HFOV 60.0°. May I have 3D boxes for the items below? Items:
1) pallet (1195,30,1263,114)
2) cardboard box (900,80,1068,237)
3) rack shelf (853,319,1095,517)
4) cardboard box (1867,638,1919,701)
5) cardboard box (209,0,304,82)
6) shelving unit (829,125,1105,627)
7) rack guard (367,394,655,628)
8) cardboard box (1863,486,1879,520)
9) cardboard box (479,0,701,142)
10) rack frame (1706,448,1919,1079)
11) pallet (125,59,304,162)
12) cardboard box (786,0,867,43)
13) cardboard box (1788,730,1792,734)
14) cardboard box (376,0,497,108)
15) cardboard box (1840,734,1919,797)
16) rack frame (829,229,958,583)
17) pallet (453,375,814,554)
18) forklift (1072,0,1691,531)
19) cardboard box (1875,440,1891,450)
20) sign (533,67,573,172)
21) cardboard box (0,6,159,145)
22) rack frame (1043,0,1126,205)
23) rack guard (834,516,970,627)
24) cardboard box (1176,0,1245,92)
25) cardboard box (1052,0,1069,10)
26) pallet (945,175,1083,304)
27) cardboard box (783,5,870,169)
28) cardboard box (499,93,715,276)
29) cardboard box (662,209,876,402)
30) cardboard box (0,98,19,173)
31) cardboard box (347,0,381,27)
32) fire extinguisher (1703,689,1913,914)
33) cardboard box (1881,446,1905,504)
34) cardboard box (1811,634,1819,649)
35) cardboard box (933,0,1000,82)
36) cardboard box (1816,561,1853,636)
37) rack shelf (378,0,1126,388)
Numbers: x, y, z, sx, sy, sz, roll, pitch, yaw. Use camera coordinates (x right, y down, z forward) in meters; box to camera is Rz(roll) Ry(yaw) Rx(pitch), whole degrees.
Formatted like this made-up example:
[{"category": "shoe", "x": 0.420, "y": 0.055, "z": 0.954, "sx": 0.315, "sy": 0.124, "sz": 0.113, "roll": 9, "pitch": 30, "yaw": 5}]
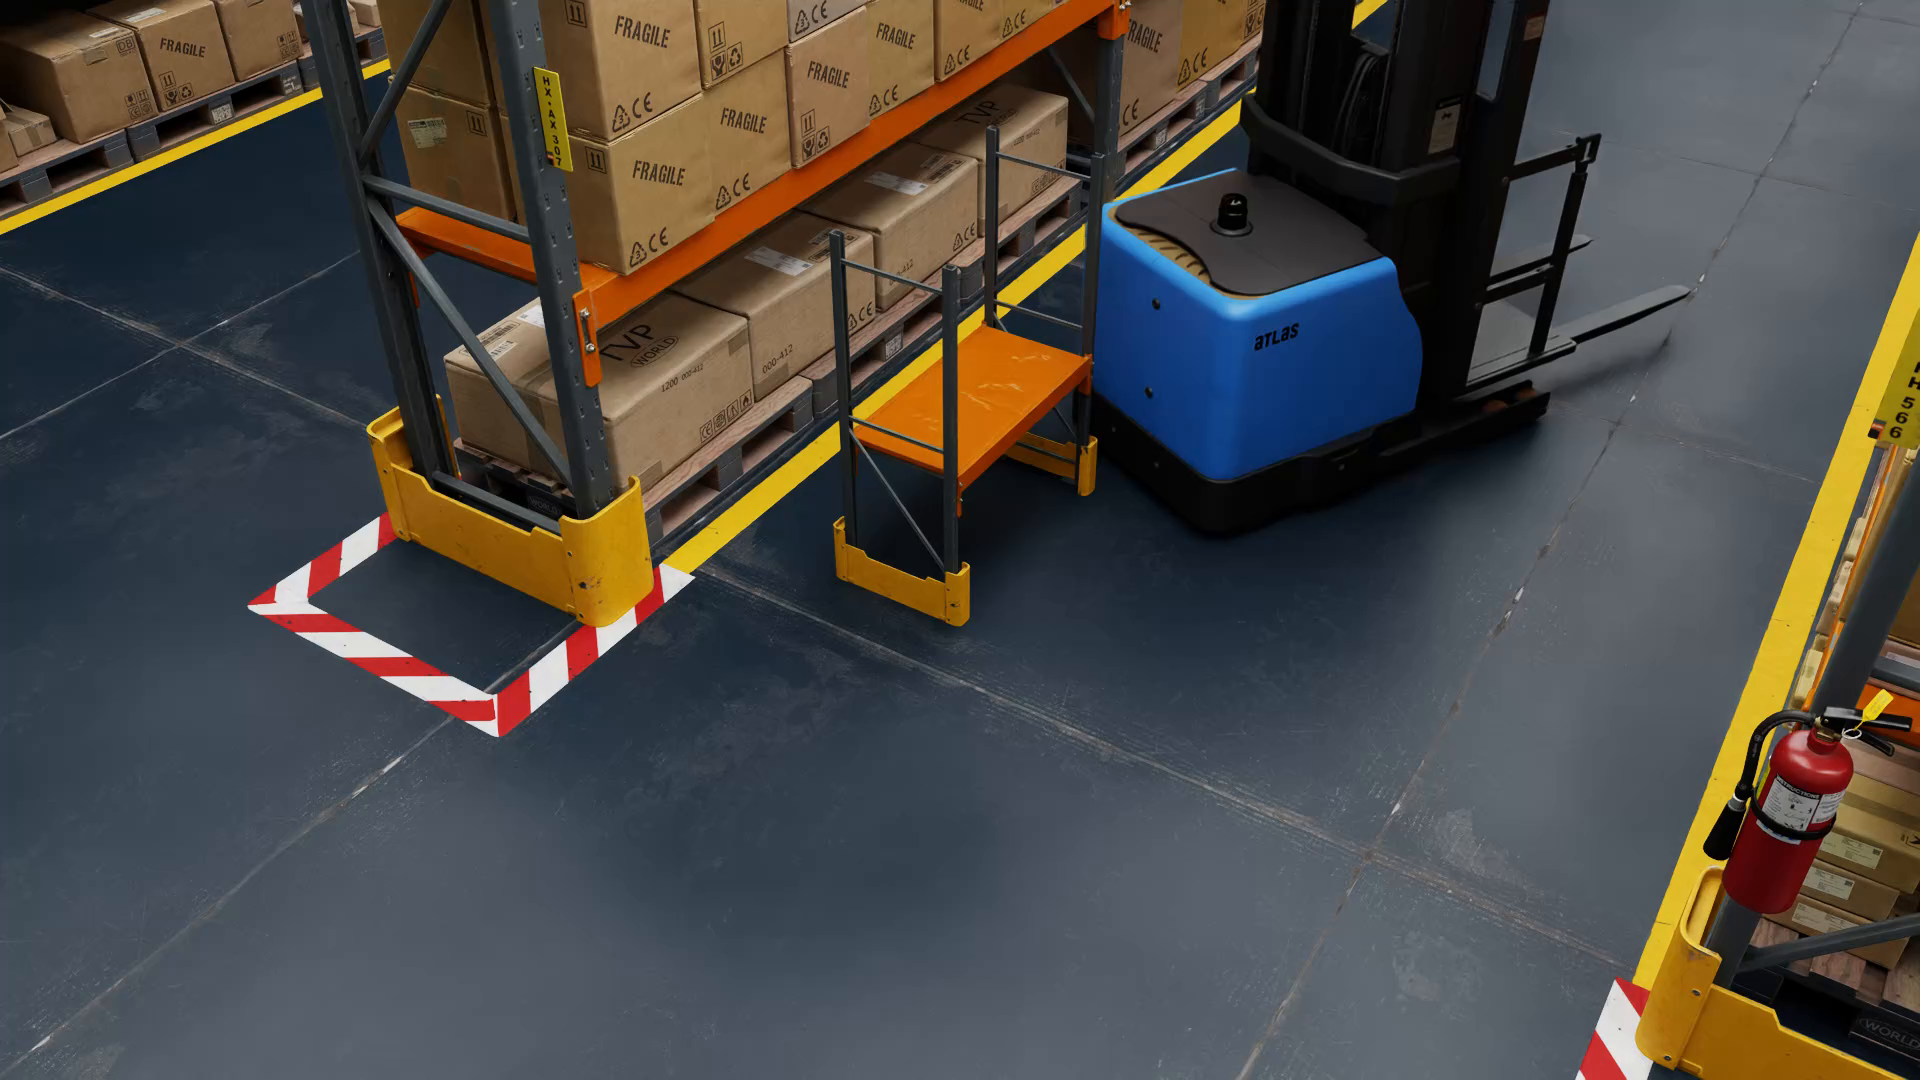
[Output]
[{"category": "pallet", "x": 1.401, "y": -3.143, "z": 10.654, "sx": 1.003, "sy": 0.211, "sz": 1.213, "roll": 21, "pitch": 42, "yaw": 25}, {"category": "cardboard box", "x": -0.028, "y": -2.056, "z": 8.715, "sx": 0.875, "sy": 0.438, "sz": 0.875, "roll": 21, "pitch": 42, "yaw": 24}, {"category": "rack shelf", "x": 0.046, "y": -0.496, "z": 6.459, "sx": 0.538, "sy": 0.185, "sz": 1.000, "roll": 21, "pitch": 42, "yaw": 25}, {"category": "cardboard box", "x": 2.425, "y": 0.275, "z": 4.142, "sx": 0.380, "sy": 0.149, "sz": 0.250, "roll": 21, "pitch": 42, "yaw": 25}, {"category": "cardboard box", "x": -4.483, "y": -3.177, "z": 10.117, "sx": 0.700, "sy": 0.500, "sz": 0.500, "roll": 20, "pitch": 42, "yaw": 23}, {"category": "shelving unit", "x": 0.041, "y": -0.633, "z": 6.343, "sx": 0.587, "sy": 1.500, "sz": 1.083, "roll": 21, "pitch": 42, "yaw": 25}, {"category": "rack guard", "x": -1.757, "y": -0.129, "z": 6.508, "sx": 1.175, "sy": 0.500, "sz": 0.348, "roll": 21, "pitch": 42, "yaw": 25}, {"category": "cardboard box", "x": 3.505, "y": -0.020, "z": 6.067, "sx": 0.380, "sy": 0.149, "sz": 0.250, "roll": 21, "pitch": 42, "yaw": 25}, {"category": "cardboard box", "x": -1.247, "y": -1.721, "z": 5.625, "sx": 0.500, "sy": 0.500, "sz": 0.500, "roll": 20, "pitch": 42, "yaw": 24}, {"category": "rack frame", "x": 2.489, "y": 0.436, "z": 3.728, "sx": 1.000, "sy": 3.000, "sz": 0.127, "roll": 21, "pitch": 42, "yaw": 25}, {"category": "pallet", "x": -4.816, "y": -2.725, "z": 10.113, "sx": 1.003, "sy": 0.211, "sz": 1.213, "roll": 21, "pitch": 42, "yaw": 25}, {"category": "cardboard box", "x": -0.707, "y": -2.258, "z": 6.321, "sx": 0.500, "sy": 0.500, "sz": 0.500, "roll": 21, "pitch": 42, "yaw": 25}, {"category": "cardboard box", "x": 2.808, "y": 0.647, "z": 5.201, "sx": 0.380, "sy": 0.149, "sz": 0.250, "roll": 19, "pitch": 42, "yaw": 23}, {"category": "cardboard box", "x": -1.687, "y": -1.893, "z": 5.848, "sx": 0.500, "sy": 0.500, "sz": 0.500, "roll": 23, "pitch": 43, "yaw": 27}, {"category": "cardboard box", "x": 2.742, "y": 0.696, "z": 4.894, "sx": 0.380, "sy": 0.149, "sz": 0.250, "roll": 22, "pitch": 43, "yaw": 26}, {"category": "rack frame", "x": -0.227, "y": -0.376, "z": 6.009, "sx": 0.500, "sy": 1.500, "sz": 0.032, "roll": 21, "pitch": 42, "yaw": 25}, {"category": "pallet", "x": -1.382, "y": -0.465, "z": 7.180, "sx": 1.003, "sy": 0.211, "sz": 1.213, "roll": 21, "pitch": 42, "yaw": 25}, {"category": "forklift", "x": 2.020, "y": -1.869, "z": 6.773, "sx": 3.031, "sy": 2.935, "sz": 1.130, "roll": -20, "pitch": 42, "yaw": -24}, {"category": "cardboard box", "x": 4.023, "y": -0.444, "z": 6.860, "sx": 0.380, "sy": 0.149, "sz": 0.250, "roll": 22, "pitch": 43, "yaw": 26}, {"category": "sign", "x": -1.279, "y": -1.321, "z": 5.233, "sx": 0.100, "sy": 0.325, "sz": 0.005, "roll": 21, "pitch": 42, "yaw": 25}, {"category": "cardboard box", "x": -5.039, "y": -2.642, "z": 9.423, "sx": 0.700, "sy": 0.500, "sz": 0.500, "roll": 23, "pitch": 43, "yaw": 27}, {"category": "rack frame", "x": 0.399, "y": -3.193, "z": 8.435, "sx": 1.000, "sy": 3.000, "sz": 0.127, "roll": 21, "pitch": 42, "yaw": 25}, {"category": "rack guard", "x": -0.226, "y": 0.118, "z": 6.392, "sx": 0.587, "sy": 0.250, "sz": 0.087, "roll": 21, "pitch": 42, "yaw": 25}, {"category": "cardboard box", "x": 1.141, "y": -3.332, "z": 10.012, "sx": 0.875, "sy": 0.875, "sz": 0.875, "roll": 22, "pitch": 43, "yaw": 26}, {"category": "cardboard box", "x": 0.366, "y": -2.910, "z": 7.986, "sx": 0.500, "sy": 0.500, "sz": 0.500, "roll": 22, "pitch": 43, "yaw": 26}, {"category": "pallet", "x": -0.075, "y": -1.722, "z": 8.812, "sx": 1.003, "sy": 0.211, "sz": 1.213, "roll": 21, "pitch": 42, "yaw": 25}, {"category": "cardboard box", "x": -0.710, "y": -1.851, "z": 6.612, "sx": 0.500, "sy": 0.500, "sz": 0.500, "roll": 21, "pitch": 42, "yaw": 25}, {"category": "cardboard box", "x": -1.245, "y": -1.324, "z": 5.929, "sx": 0.500, "sy": 0.500, "sz": 0.500, "roll": 21, "pitch": 42, "yaw": 25}, {"category": "cardboard box", "x": -0.992, "y": -1.130, "z": 7.514, "sx": 0.875, "sy": 0.438, "sz": 0.875, "roll": 22, "pitch": 43, "yaw": 26}, {"category": "cardboard box", "x": -5.530, "y": -2.215, "z": 8.867, "sx": 0.797, "sy": 0.503, "sz": 0.637, "roll": 19, "pitch": 42, "yaw": 23}, {"category": "cardboard box", "x": -3.845, "y": -3.469, "z": 10.784, "sx": 0.380, "sy": 0.149, "sz": 0.250, "roll": 20, "pitch": 42, "yaw": 24}, {"category": "fire extinguisher", "x": 1.965, "y": 0.593, "z": 3.893, "sx": 0.296, "sy": 0.674, "sz": 0.183, "roll": 21, "pitch": 42, "yaw": 25}, {"category": "cardboard box", "x": 2.793, "y": -0.301, "z": 4.358, "sx": 0.500, "sy": 0.500, "sz": 0.500, "roll": 20, "pitch": 42, "yaw": 24}, {"category": "cardboard box", "x": 3.067, "y": 0.502, "z": 5.633, "sx": 0.380, "sy": 0.149, "sz": 0.250, "roll": 19, "pitch": 42, "yaw": 23}, {"category": "cardboard box", "x": -0.162, "y": -2.379, "z": 7.297, "sx": 0.500, "sy": 0.500, "sz": 0.500, "roll": 21, "pitch": 42, "yaw": 24}, {"category": "cardboard box", "x": 3.063, "y": 0.252, "z": 5.470, "sx": 0.380, "sy": 0.149, "sz": 0.250, "roll": 23, "pitch": 43, "yaw": 27}, {"category": "rack shelf", "x": -0.673, "y": -1.877, "z": 7.318, "sx": 1.077, "sy": 0.370, "sz": 4.000, "roll": 21, "pitch": 42, "yaw": 25}]
